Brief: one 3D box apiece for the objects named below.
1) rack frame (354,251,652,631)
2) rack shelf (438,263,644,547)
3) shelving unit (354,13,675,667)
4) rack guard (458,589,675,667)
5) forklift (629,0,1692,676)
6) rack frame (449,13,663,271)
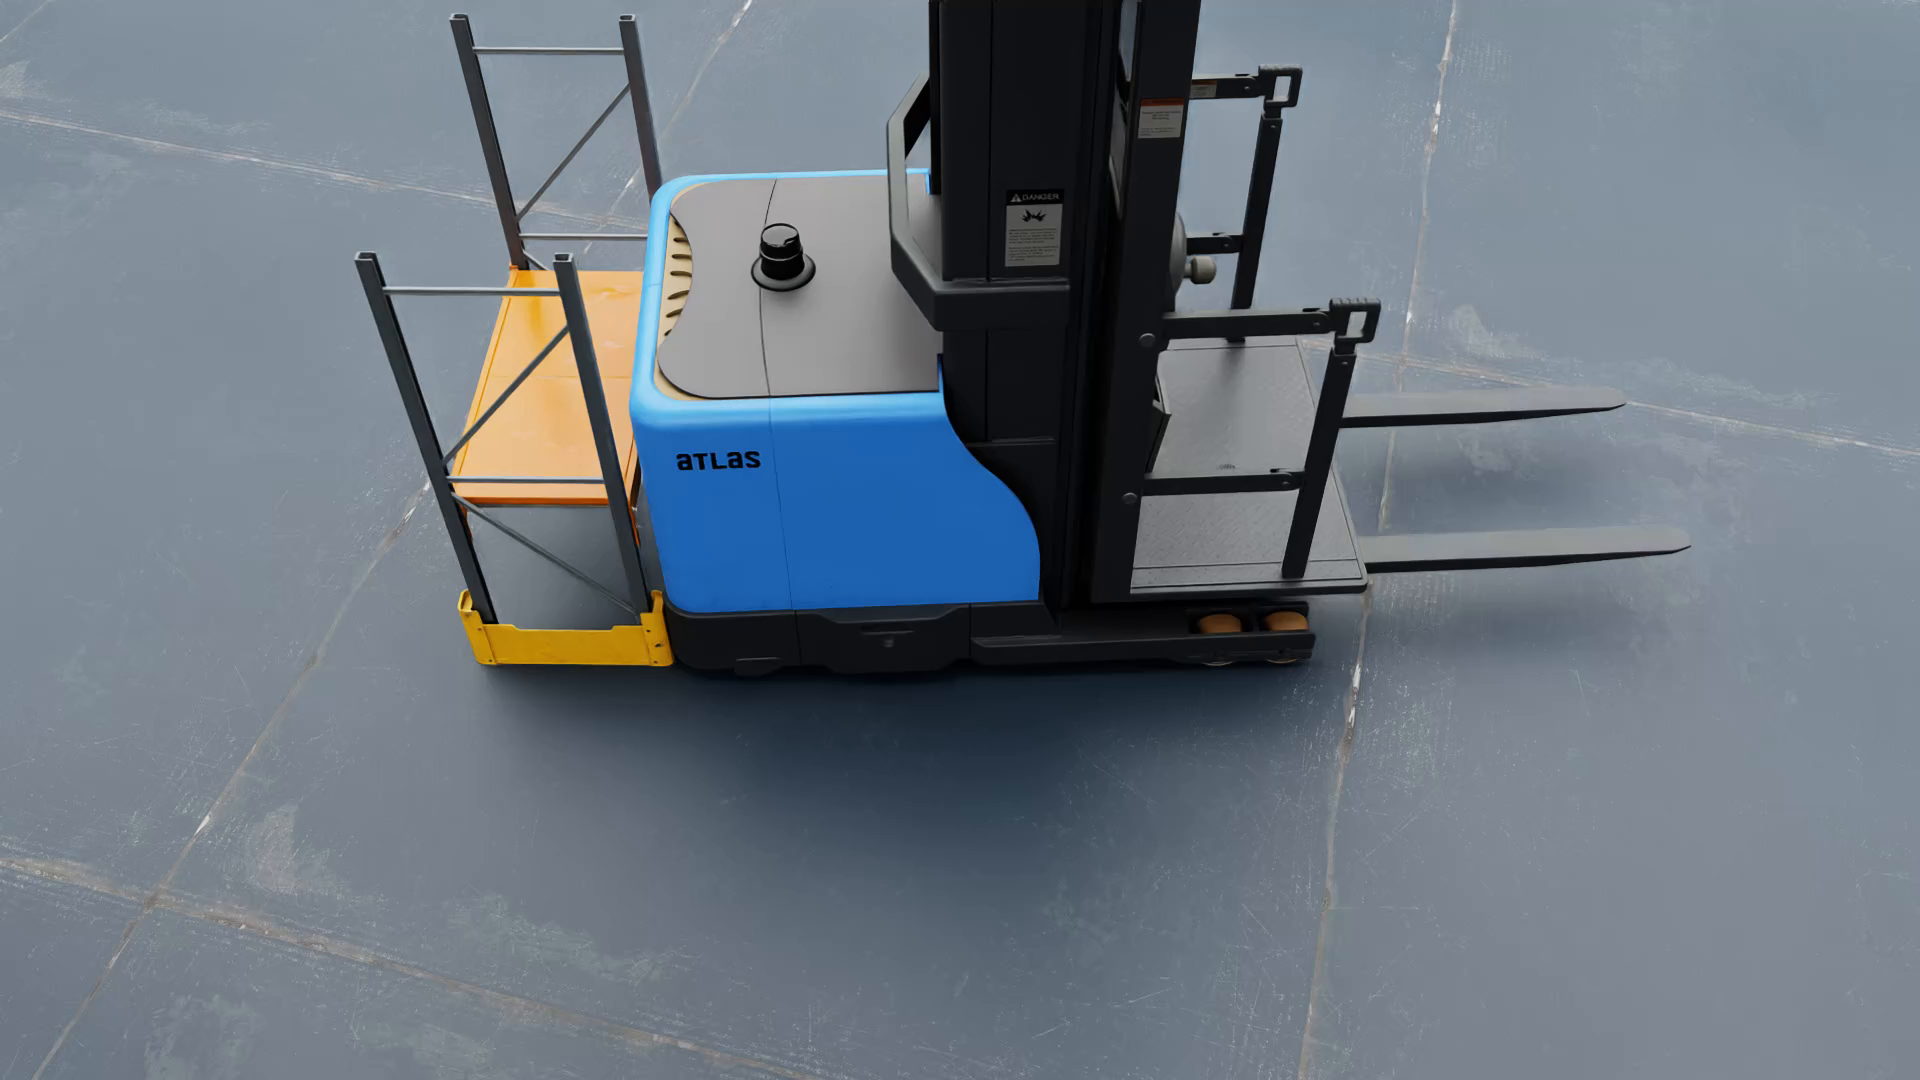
[{"bbox_3d":[-1.142,-0.156,4.387,0.500,1.500,0.032,1,49,0],"label":"rack frame"},{"bbox_3d":[-1.135,-0.418,4.858,0.538,0.185,1.000,1,49,0],"label":"rack shelf"},{"bbox_3d":[-1.135,-0.530,4.717,0.587,1.500,1.083,1,49,0],"label":"shelving unit"},{"bbox_3d":[-1.142,0.257,4.856,0.587,0.250,0.087,1,49,0],"label":"rack guard"},{"bbox_3d":[0.646,-0.995,4.174,3.031,2.935,1.130,-2,49,-2],"label":"forklift"},{"bbox_3d":[-1.129,-0.918,5.060,0.500,1.500,0.032,1,49,0],"label":"rack frame"}]
